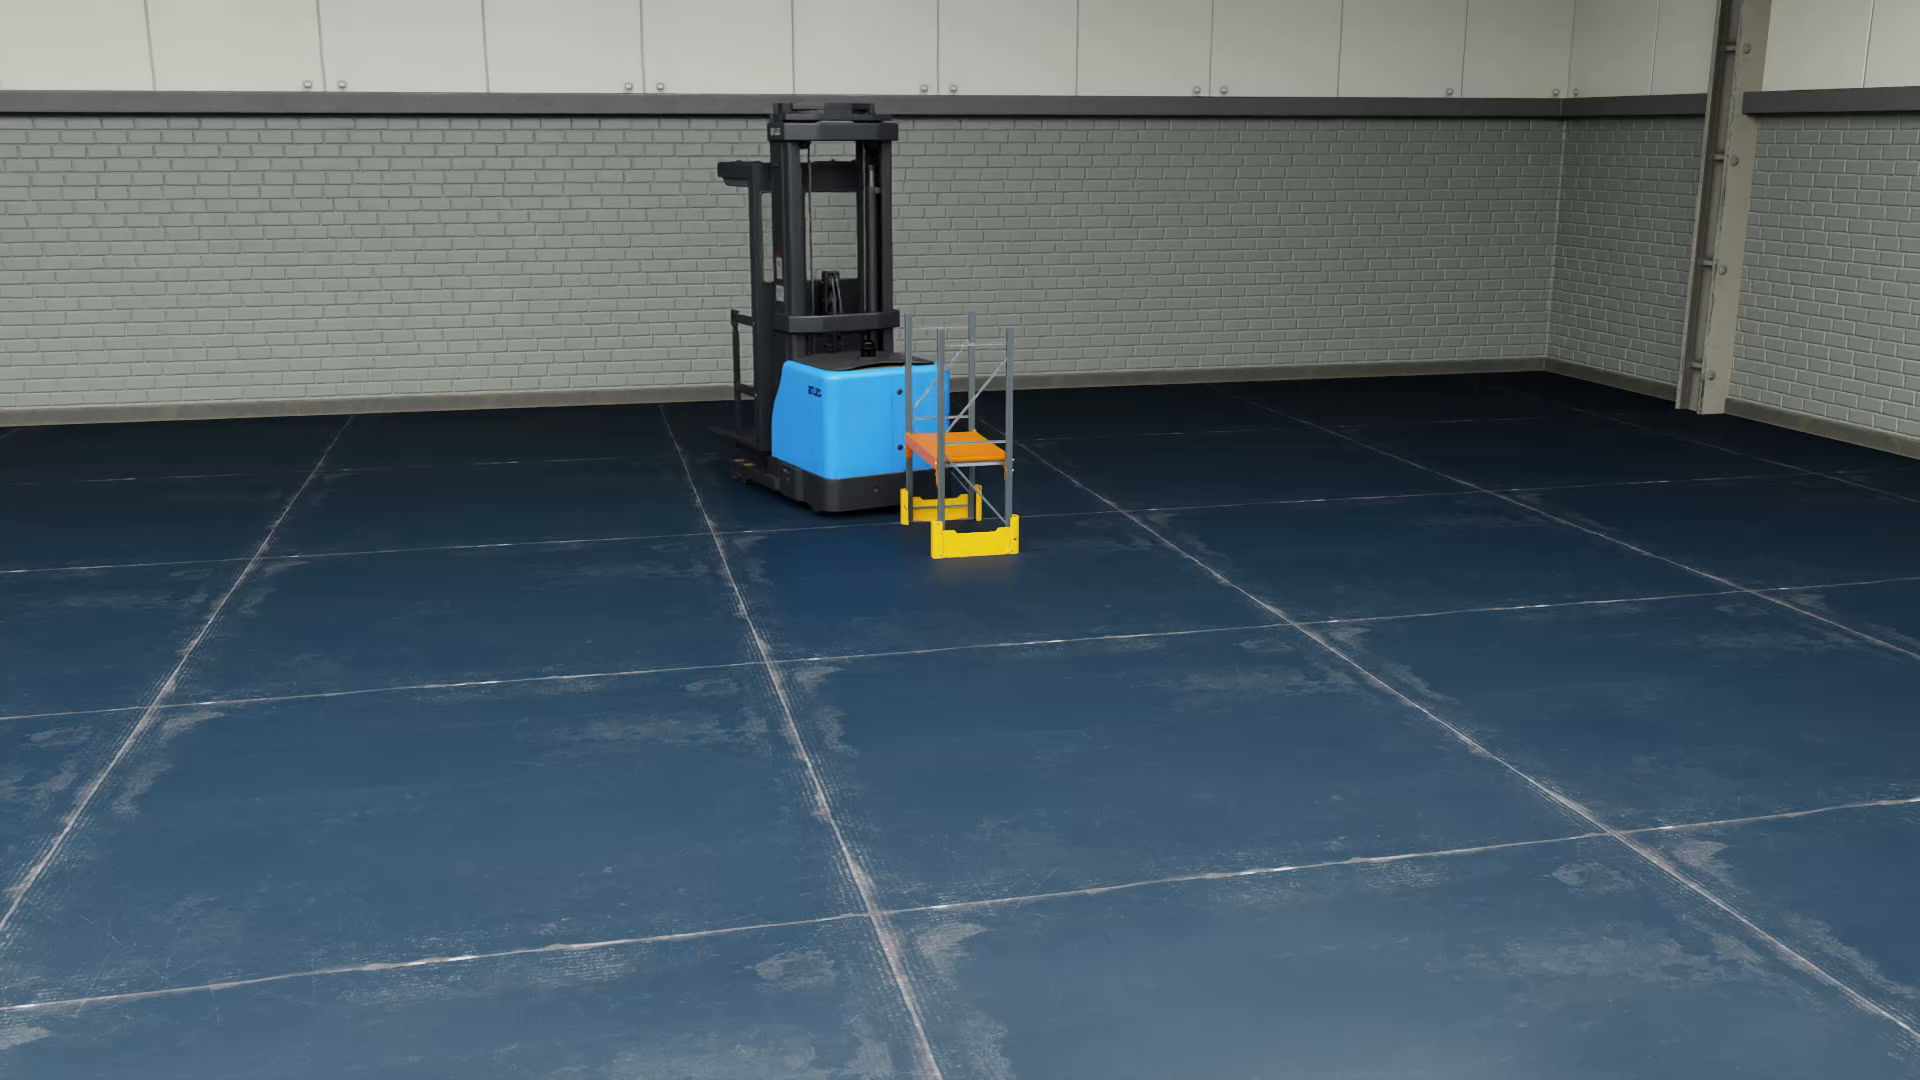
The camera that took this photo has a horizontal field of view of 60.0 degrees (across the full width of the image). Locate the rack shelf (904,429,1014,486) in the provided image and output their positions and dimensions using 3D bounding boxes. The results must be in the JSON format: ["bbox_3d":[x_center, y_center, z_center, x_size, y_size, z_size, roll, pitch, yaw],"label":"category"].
[{"bbox_3d":[-0.020,-0.574,11.372,0.538,0.185,1.000,-3,14,-13],"label":"rack shelf"}]

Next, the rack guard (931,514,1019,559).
[{"bbox_3d":[0.099,-0.024,10.999,0.587,0.250,0.087,-3,14,-13],"label":"rack guard"}]

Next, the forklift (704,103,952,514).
[{"bbox_3d":[-1.215,-1.919,13.106,1.130,2.935,3.031,-7,16,-28],"label":"forklift"}]

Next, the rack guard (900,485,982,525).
[{"bbox_3d":[-0.135,-0.254,11.940,0.587,0.250,0.087,-3,14,-13],"label":"rack guard"}]

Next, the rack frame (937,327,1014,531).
[{"bbox_3d":[0.099,-0.631,10.850,0.500,1.500,0.032,-3,14,-13],"label":"rack frame"}]

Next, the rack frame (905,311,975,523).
[{"bbox_3d":[-0.139,-0.866,11.810,0.500,1.500,0.032,-3,14,-13],"label":"rack frame"}]

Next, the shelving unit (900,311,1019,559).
[{"bbox_3d":[-0.018,-0.746,11.321,0.587,1.500,1.083,-3,14,-13],"label":"shelving unit"}]
